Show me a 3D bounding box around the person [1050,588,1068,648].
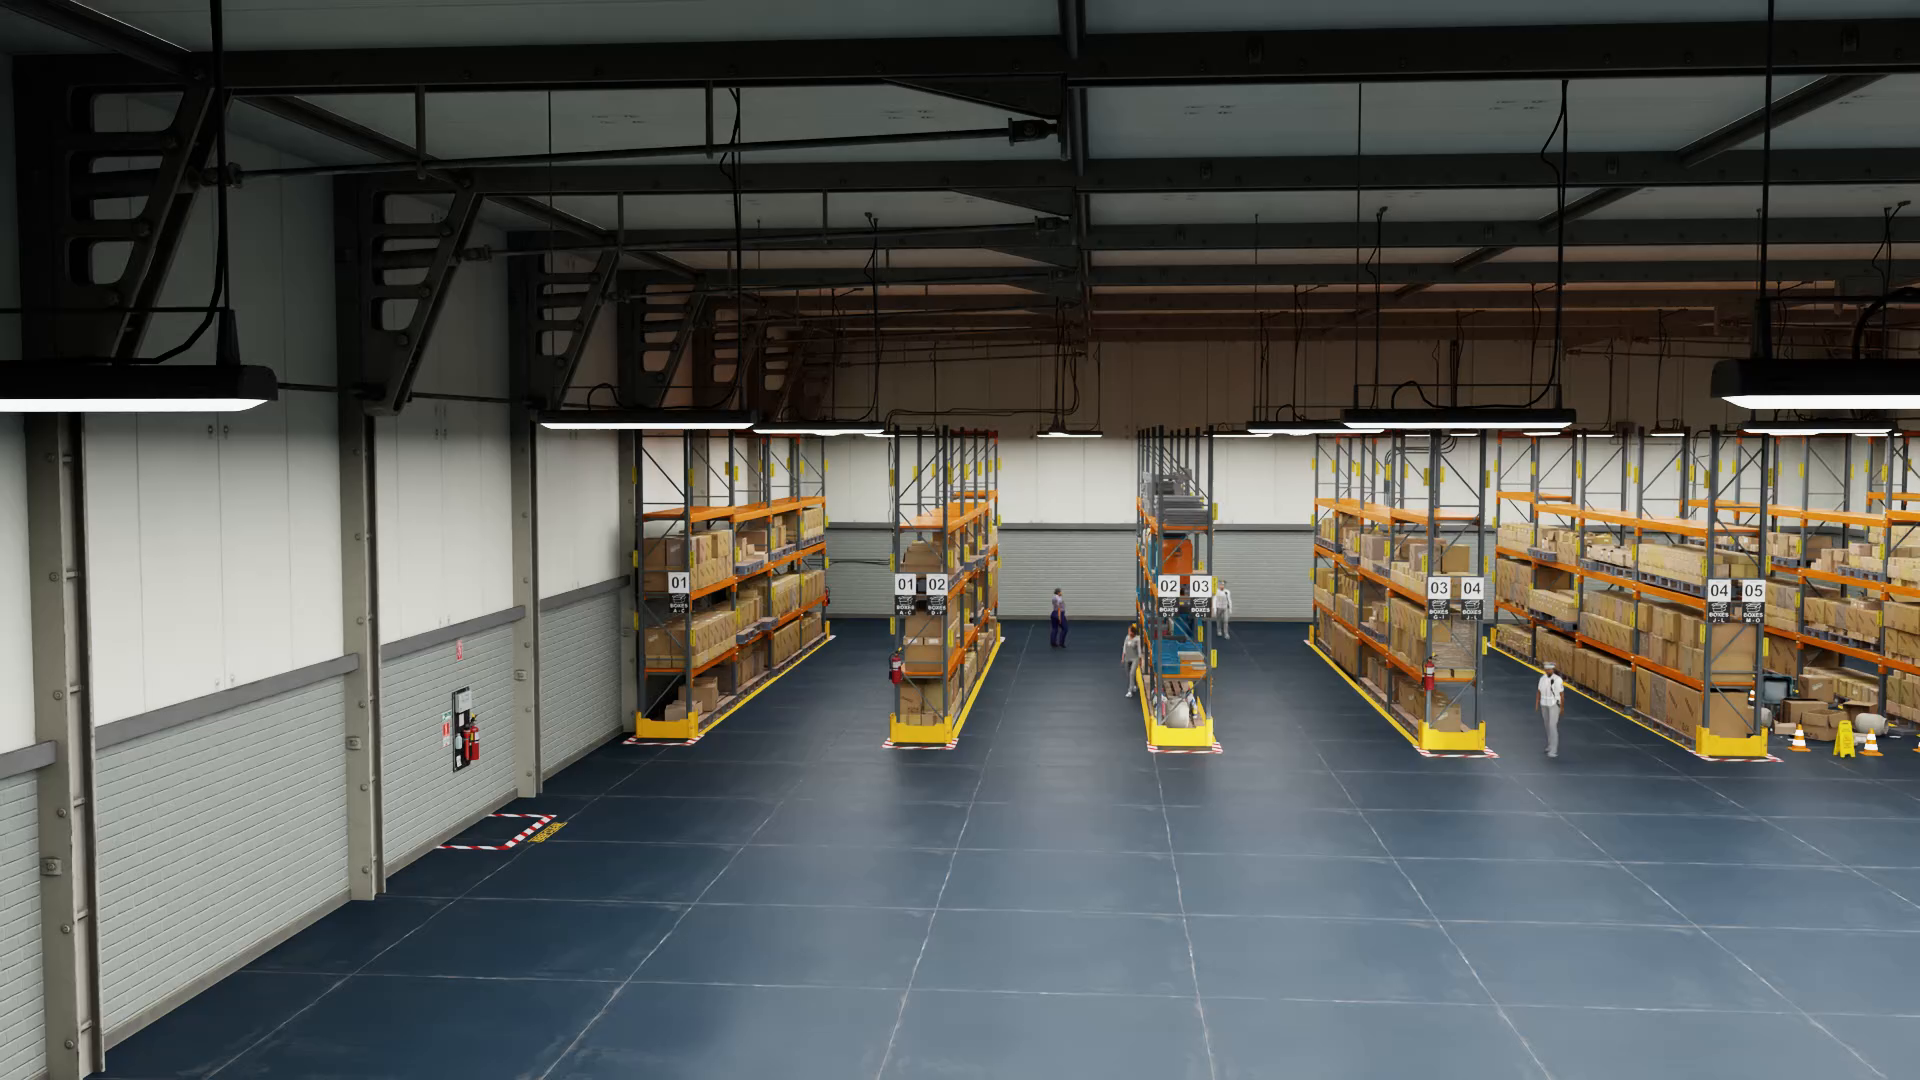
[{"bbox_3d":[2.717,2.172,45.918,0.485,1.716,0.497,-2,4,-30],"label":"person"}]

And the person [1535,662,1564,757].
[{"bbox_3d":[10.778,3.071,30.364,0.610,1.716,0.506,-2,4,-33],"label":"person"}]

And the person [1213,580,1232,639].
[{"bbox_3d":[7.625,1.989,48.216,0.557,1.648,0.927,0,3,2],"label":"person"}]

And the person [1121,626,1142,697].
[{"bbox_3d":[3.864,2.699,37.240,0.428,1.550,0.842,3,4,39],"label":"person"}]
